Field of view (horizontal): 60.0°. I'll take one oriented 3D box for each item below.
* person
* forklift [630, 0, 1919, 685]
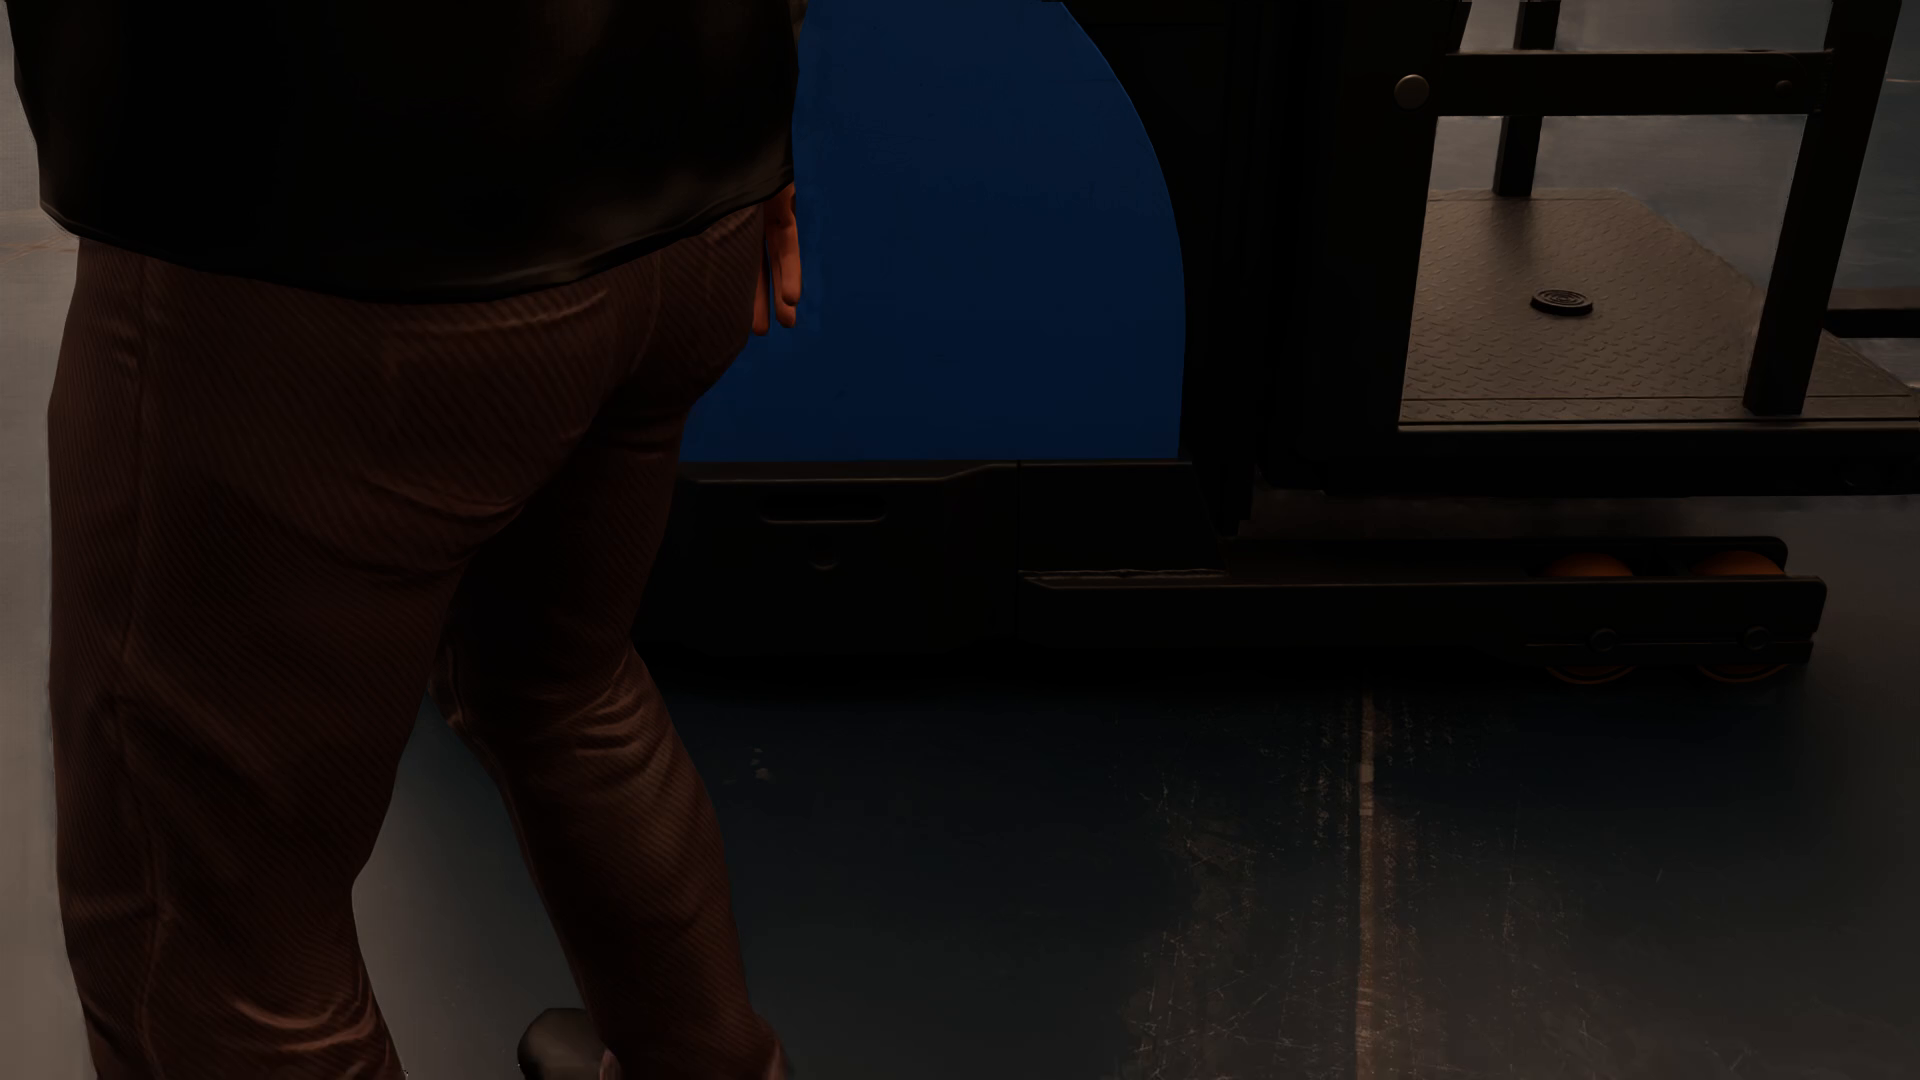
[{"bbox_3d":[-0.333,-0.136,0.992,0.421,1.603,0.728,11,29,21],"label":"person"},{"bbox_3d":[0.705,-1.363,1.947,3.031,2.935,1.130,-1,27,-1],"label":"forklift"}]
